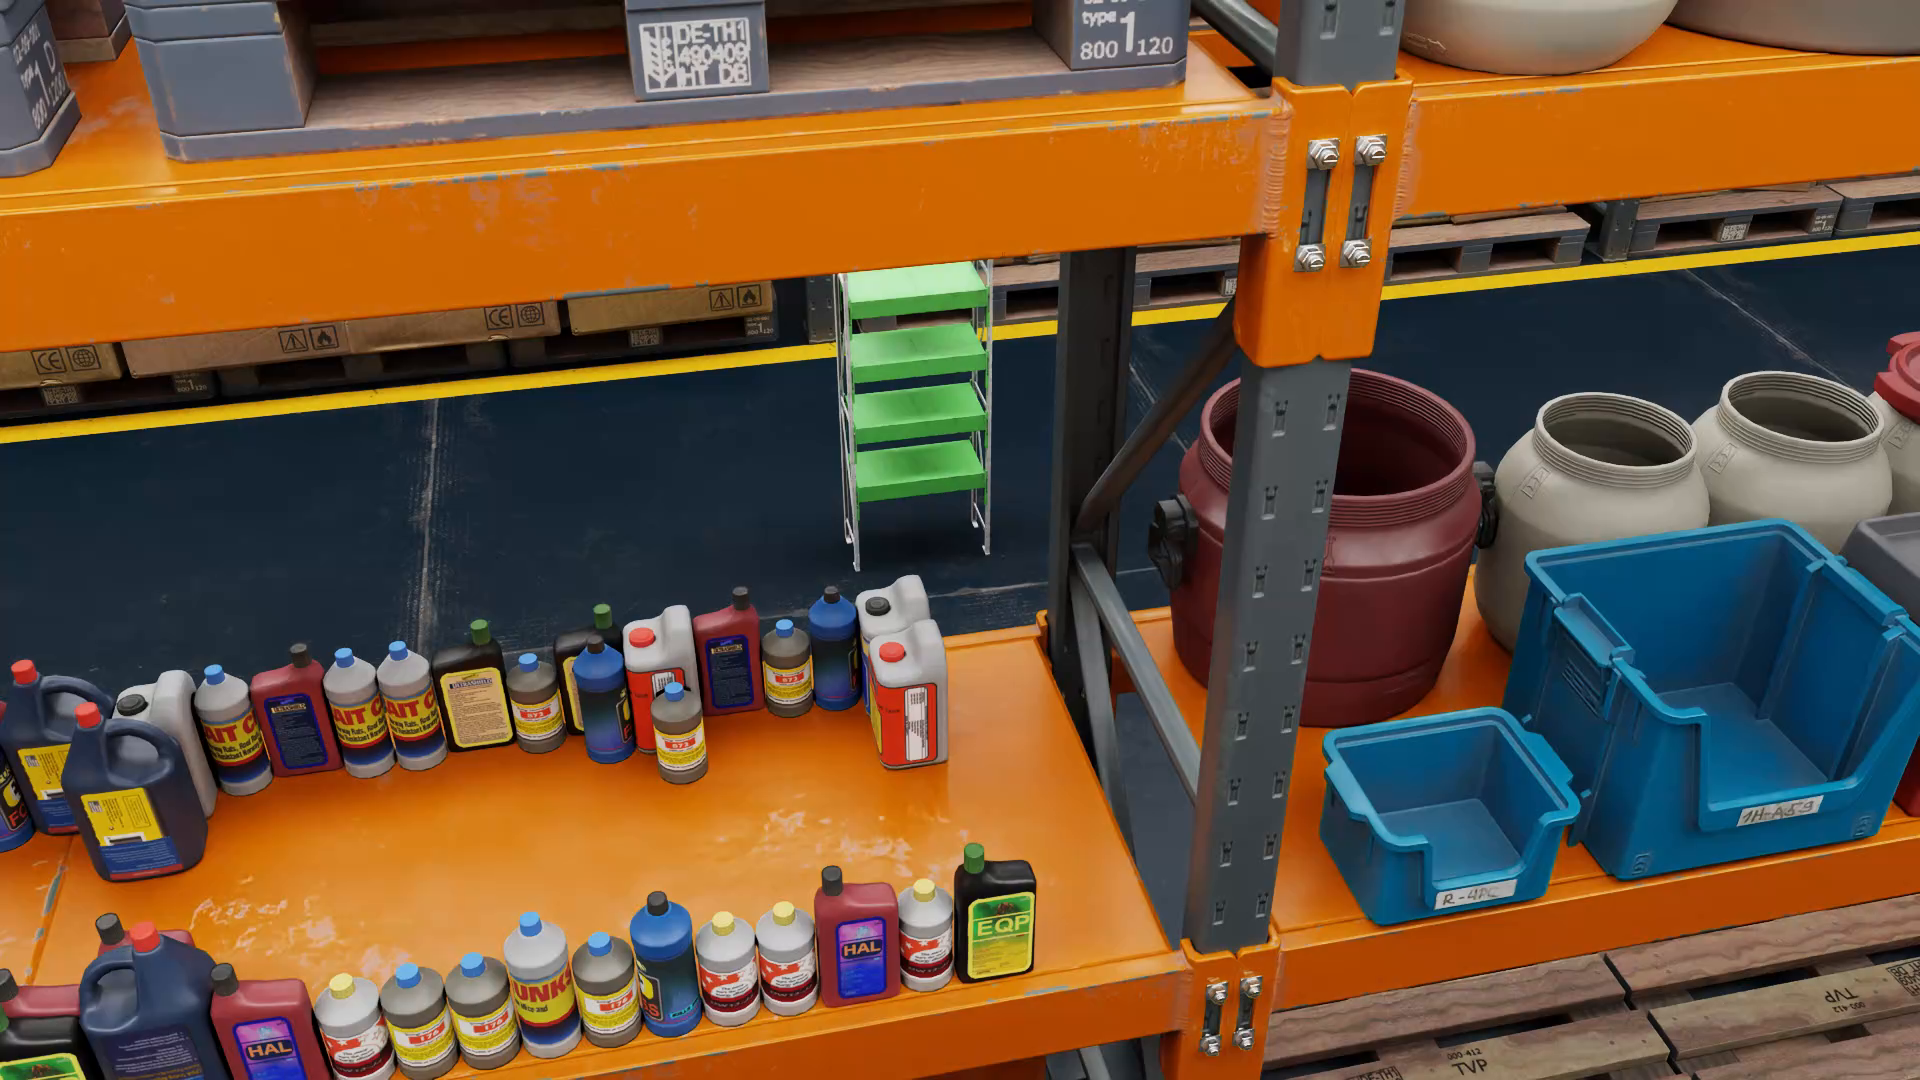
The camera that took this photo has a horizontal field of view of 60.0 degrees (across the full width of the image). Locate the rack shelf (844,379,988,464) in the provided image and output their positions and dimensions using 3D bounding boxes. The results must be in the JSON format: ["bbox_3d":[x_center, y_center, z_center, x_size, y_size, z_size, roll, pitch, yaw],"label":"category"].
[{"bbox_3d":[-0.161,-0.425,5.921,0.480,0.148,0.258,-7,35,-11],"label":"rack shelf"}]

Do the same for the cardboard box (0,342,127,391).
[{"bbox_3d":[-4.016,-1.302,7.028,0.875,0.875,1.225,-7,35,-10],"label":"cardboard box"}]

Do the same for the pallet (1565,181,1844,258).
[{"bbox_3d":[3.814,-1.847,8.814,1.213,0.211,1.003,-7,35,-11],"label":"pallet"}]

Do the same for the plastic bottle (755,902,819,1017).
[{"bbox_3d":[-0.284,0.677,2.728,0.097,0.201,0.097,0,34,0],"label":"plastic bottle"}]

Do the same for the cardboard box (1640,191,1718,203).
[{"bbox_3d":[3.566,-2.067,8.505,0.500,0.500,0.500,-8,35,-12],"label":"cardboard box"}]

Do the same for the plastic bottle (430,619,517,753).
[{"bbox_3d":[-0.952,0.283,3.241,0.133,0.283,0.061,-7,35,-11],"label":"plastic bottle"}]

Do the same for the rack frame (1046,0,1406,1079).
[{"bbox_3d":[0.358,0.280,3.141,0.127,3.000,1.000,-7,35,-11],"label":"rack frame"}]

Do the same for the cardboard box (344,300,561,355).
[{"bbox_3d":[-2.283,-1.525,7.361,0.875,0.875,1.225,-7,35,-10],"label":"cardboard box"}]

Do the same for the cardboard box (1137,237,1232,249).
[{"bbox_3d":[1.004,-1.798,8.086,0.500,0.500,0.700,-4,34,-7],"label":"cardboard box"}]

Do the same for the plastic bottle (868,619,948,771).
[{"bbox_3d":[-0.101,0.292,3.235,0.135,0.276,0.152,-7,35,-11],"label":"plastic bottle"}]

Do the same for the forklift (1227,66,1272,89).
[{"bbox_3d":[1.427,-4.017,9.606,3.031,2.935,1.130,-7,34,-10],"label":"forklift"}]

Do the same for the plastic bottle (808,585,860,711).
[{"bbox_3d":[-0.254,0.210,3.360,0.097,0.271,0.097,0,34,0],"label":"plastic bottle"}]

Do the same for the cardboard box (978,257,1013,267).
[{"bbox_3d":[-0.085,-1.650,7.865,0.500,0.500,0.700,-9,35,-13],"label":"cardboard box"}]

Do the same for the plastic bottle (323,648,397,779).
[{"bbox_3d":[-1.156,0.324,3.191,0.097,0.271,0.097,0,34,0],"label":"plastic bottle"}]

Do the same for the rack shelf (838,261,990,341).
[{"bbox_3d":[-0.161,-0.823,5.653,0.480,0.148,0.258,-7,35,-11],"label":"rack shelf"}]

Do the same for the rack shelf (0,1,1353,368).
[{"bbox_3d":[-1.592,-0.421,2.139,4.000,0.370,1.077,-7,35,-11],"label":"rack shelf"}]

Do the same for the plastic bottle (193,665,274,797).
[{"bbox_3d":[-1.381,0.352,3.148,0.097,0.271,0.097,0,34,0],"label":"plastic bottle"}]

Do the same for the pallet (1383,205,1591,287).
[{"bbox_3d":[2.408,-1.649,8.518,1.213,0.211,1.003,-7,35,-11],"label":"pallet"}]

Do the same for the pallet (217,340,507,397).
[{"bbox_3d":[-2.707,-1.050,7.625,1.213,0.211,1.003,-7,35,-11],"label":"pallet"}]

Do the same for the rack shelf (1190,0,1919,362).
[{"bbox_3d":[2.309,-0.913,2.872,4.000,0.370,1.077,-7,35,-11],"label":"rack shelf"}]

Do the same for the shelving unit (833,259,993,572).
[{"bbox_3d":[-0.161,-0.478,5.885,0.503,1.200,0.258,-7,35,-11],"label":"shelving unit"}]

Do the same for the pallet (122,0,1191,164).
[{"bbox_3d":[-0.409,-0.846,2.297,1.213,0.211,1.003,-7,35,-11],"label":"pallet"}]

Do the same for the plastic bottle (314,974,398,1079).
[{"bbox_3d":[-0.948,0.761,2.603,0.097,0.201,0.097,0,34,0],"label":"plastic bottle"}]

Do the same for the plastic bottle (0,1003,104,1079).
[{"bbox_3d":[-1.367,0.790,2.486,0.133,0.283,0.061,-7,35,-11],"label":"plastic bottle"}]

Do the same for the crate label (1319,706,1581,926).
[{"bbox_3d":[0.852,0.502,2.961,0.416,0.233,0.303,-7,35,-11],"label":"crate label"}]

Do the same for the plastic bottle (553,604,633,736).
[{"bbox_3d":[-0.727,0.255,3.283,0.133,0.283,0.061,-7,35,-11],"label":"plastic bottle"}]

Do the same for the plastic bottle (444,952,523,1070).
[{"bbox_3d":[-0.758,0.737,2.639,0.097,0.201,0.097,0,34,0],"label":"plastic bottle"}]

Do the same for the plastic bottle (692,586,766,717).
[{"bbox_3d":[-0.466,0.222,3.332,0.133,0.283,0.061,-7,35,-11],"label":"plastic bottle"}]

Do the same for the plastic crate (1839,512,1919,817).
[{"bbox_3d":[2.002,0.221,3.171,0.583,0.464,0.402,-7,35,-11],"label":"plastic crate"}]

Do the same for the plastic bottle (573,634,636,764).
[{"bbox_3d":[-0.692,0.300,3.226,0.097,0.271,0.097,0,34,0],"label":"plastic bottle"}]

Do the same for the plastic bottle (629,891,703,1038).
[{"bbox_3d":[-0.474,0.672,2.673,0.097,0.271,0.097,0,34,0],"label":"plastic bottle"}]

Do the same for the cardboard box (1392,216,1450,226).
[{"bbox_3d":[2.094,-1.936,8.292,0.500,0.500,0.700,-7,35,-11],"label":"cardboard box"}]

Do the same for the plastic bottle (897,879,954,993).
[{"bbox_3d":[-0.059,0.648,2.770,0.097,0.201,0.097,0,34,0],"label":"plastic bottle"}]

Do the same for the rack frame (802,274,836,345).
[{"bbox_3d":[-0.734,-2.412,7.152,0.127,3.000,1.000,-7,35,-11],"label":"rack frame"}]

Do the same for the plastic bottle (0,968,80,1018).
[{"bbox_3d":[-1.381,0.757,2.535,0.133,0.283,0.061,-7,35,-11],"label":"plastic bottle"}]

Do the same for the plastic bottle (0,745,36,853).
[{"bbox_3d":[-1.774,0.437,3.023,0.097,0.271,0.097,0,34,0],"label":"plastic bottle"}]

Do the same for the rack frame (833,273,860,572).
[{"bbox_3d":[-0.399,-0.448,5.841,0.015,1.200,0.240,-7,35,-11],"label":"rack frame"}]

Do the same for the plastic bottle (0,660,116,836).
[{"bbox_3d":[-1.644,0.366,3.057,0.185,0.351,0.144,-7,35,-11],"label":"plastic bottle"}]

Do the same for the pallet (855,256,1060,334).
[{"bbox_3d":[0.028,-1.349,8.071,1.213,0.211,1.003,-7,35,-11],"label":"pallet"}]

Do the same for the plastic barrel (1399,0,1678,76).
[{"bbox_3d":[0.729,-0.884,2.082,0.421,0.512,0.421,0,34,0],"label":"plastic barrel"}]

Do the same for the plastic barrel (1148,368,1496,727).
[{"bbox_3d":[0.744,0.002,3.433,0.708,0.536,0.600,-7,35,-11],"label":"plastic barrel"}]

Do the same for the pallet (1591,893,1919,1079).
[{"bbox_3d":[2.310,1.216,4.249,1.213,0.211,1.003,-7,35,-11],"label":"pallet"}]

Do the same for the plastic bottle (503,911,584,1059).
[{"bbox_3d":[-0.664,0.696,2.637,0.097,0.271,0.097,0,34,0],"label":"plastic bottle"}]

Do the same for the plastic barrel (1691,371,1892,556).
[{"bbox_3d":[1.725,-0.061,3.548,0.421,0.512,0.421,0,34,0],"label":"plastic barrel"}]
